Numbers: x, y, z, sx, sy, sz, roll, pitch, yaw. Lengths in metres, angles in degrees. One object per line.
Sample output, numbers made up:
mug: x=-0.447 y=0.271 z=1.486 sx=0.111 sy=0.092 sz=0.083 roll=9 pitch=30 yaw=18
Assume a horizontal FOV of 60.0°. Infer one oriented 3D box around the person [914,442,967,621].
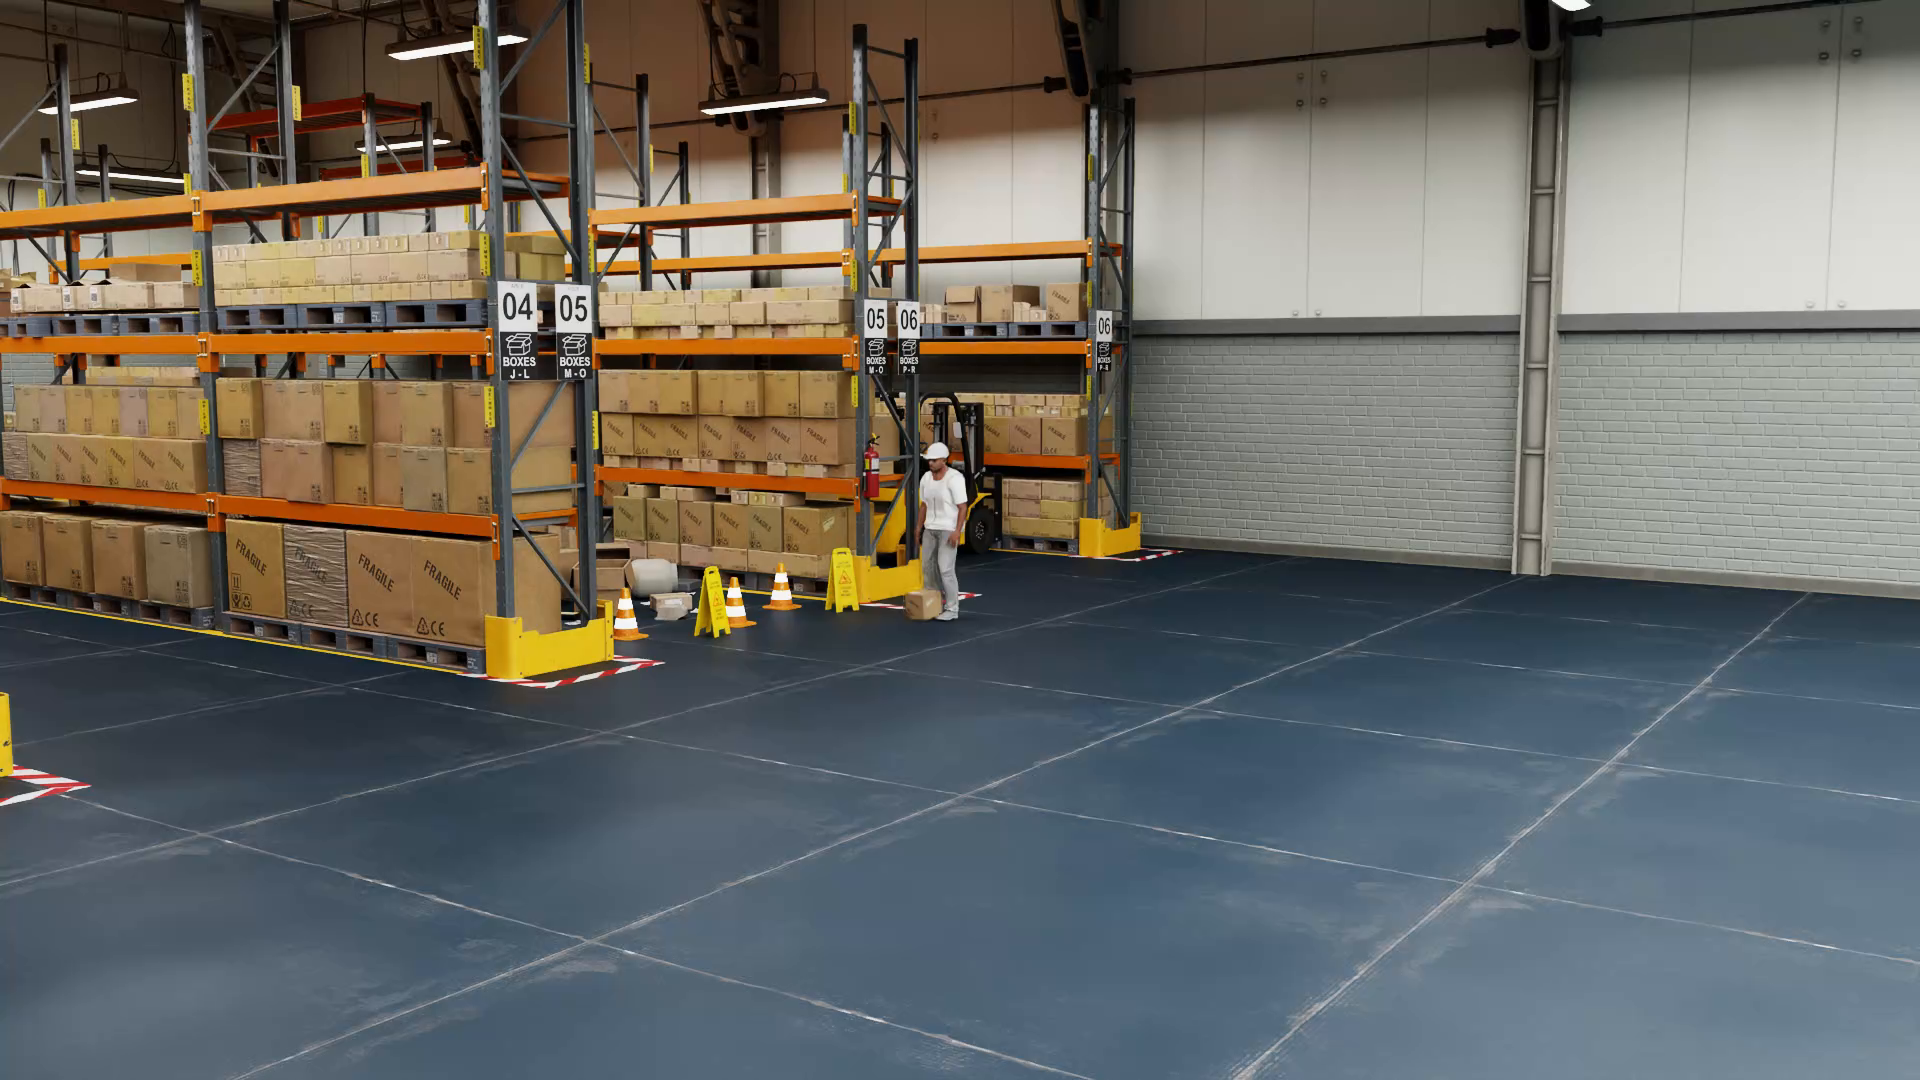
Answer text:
person: x=-0.196 y=-0.091 z=16.522 sx=0.607 sy=1.762 sz=0.449 roll=6 pitch=9 yaw=43
